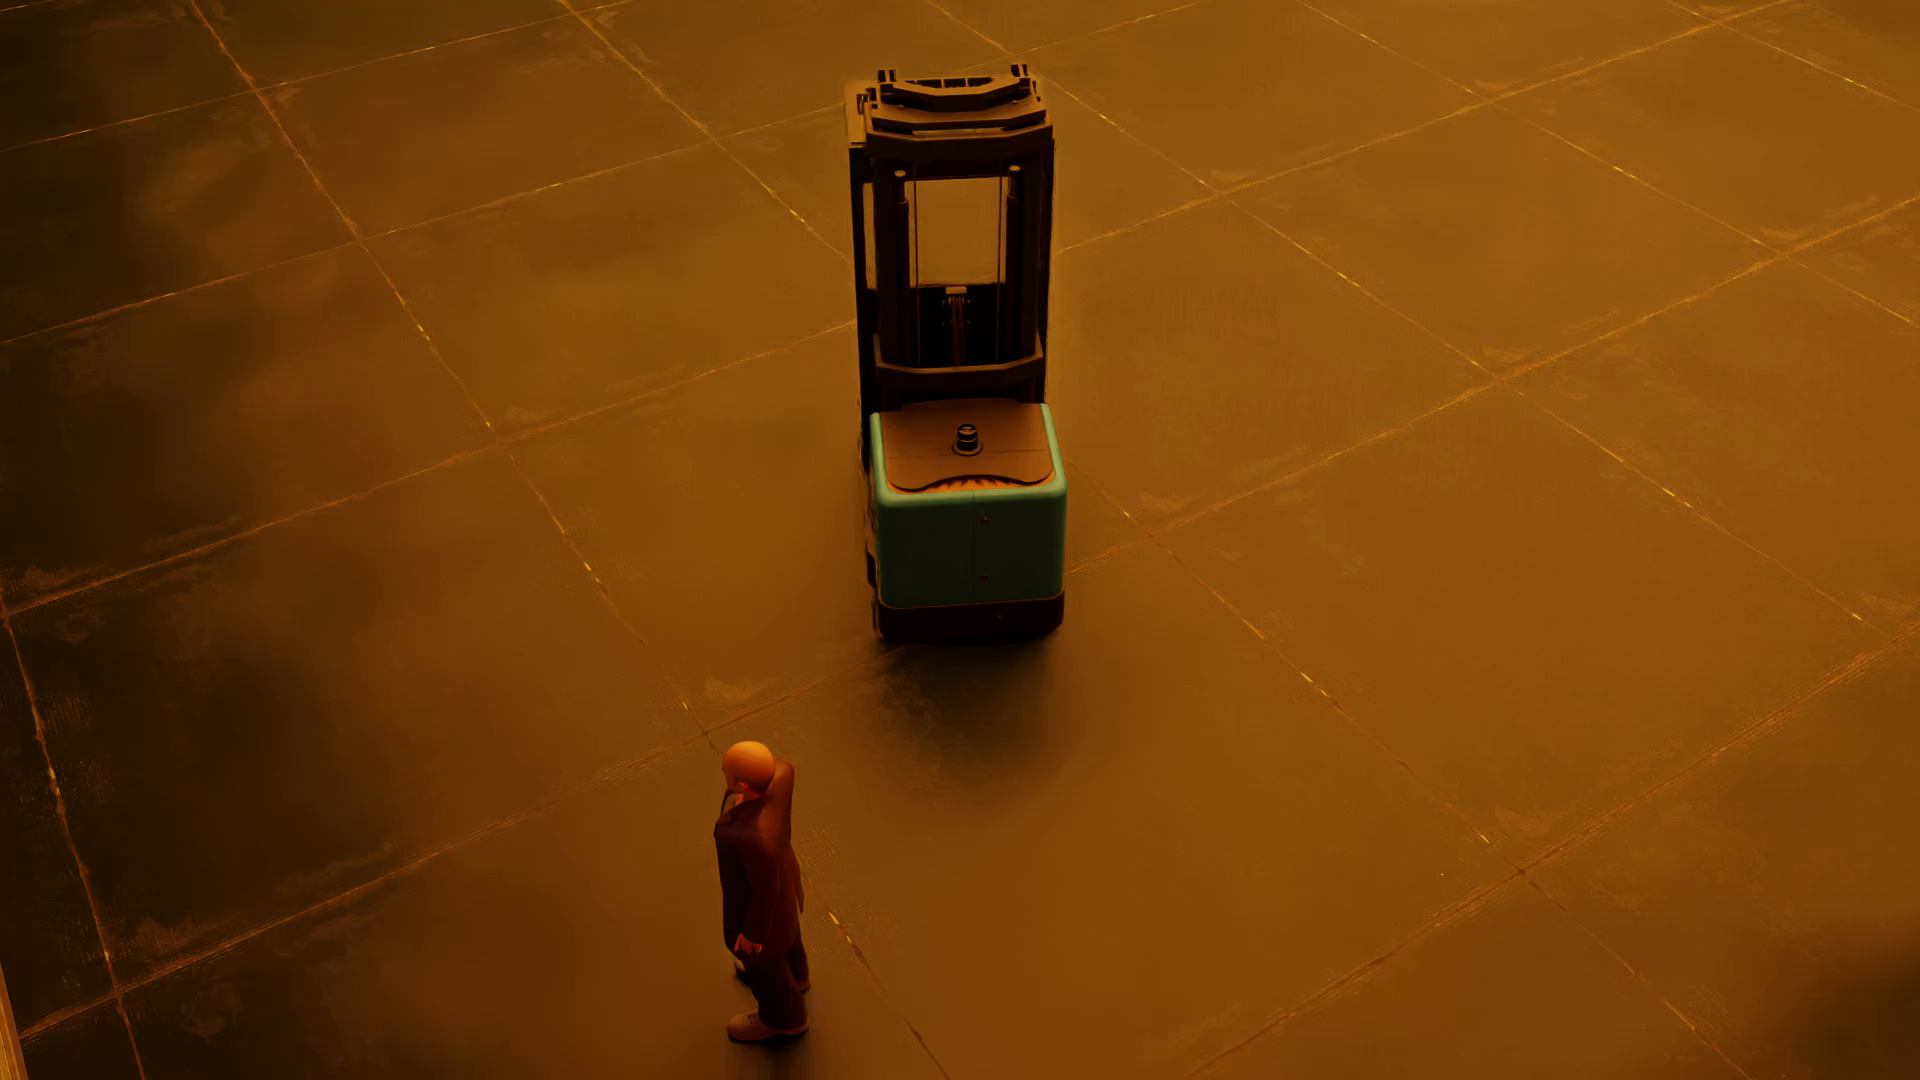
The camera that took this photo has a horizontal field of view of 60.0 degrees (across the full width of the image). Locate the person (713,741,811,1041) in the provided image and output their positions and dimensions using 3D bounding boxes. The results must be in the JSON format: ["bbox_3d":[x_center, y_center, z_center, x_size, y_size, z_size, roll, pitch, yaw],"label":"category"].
[{"bbox_3d":[-0.875,1.474,7.058,0.394,1.783,0.593,3,41,4],"label":"person"}]

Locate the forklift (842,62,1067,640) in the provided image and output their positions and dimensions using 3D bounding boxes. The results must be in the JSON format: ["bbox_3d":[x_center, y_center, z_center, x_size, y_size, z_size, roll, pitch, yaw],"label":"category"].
[{"bbox_3d":[-0.070,-1.505,9.593,1.130,2.935,3.031,-4,41,-4],"label":"forklift"}]
